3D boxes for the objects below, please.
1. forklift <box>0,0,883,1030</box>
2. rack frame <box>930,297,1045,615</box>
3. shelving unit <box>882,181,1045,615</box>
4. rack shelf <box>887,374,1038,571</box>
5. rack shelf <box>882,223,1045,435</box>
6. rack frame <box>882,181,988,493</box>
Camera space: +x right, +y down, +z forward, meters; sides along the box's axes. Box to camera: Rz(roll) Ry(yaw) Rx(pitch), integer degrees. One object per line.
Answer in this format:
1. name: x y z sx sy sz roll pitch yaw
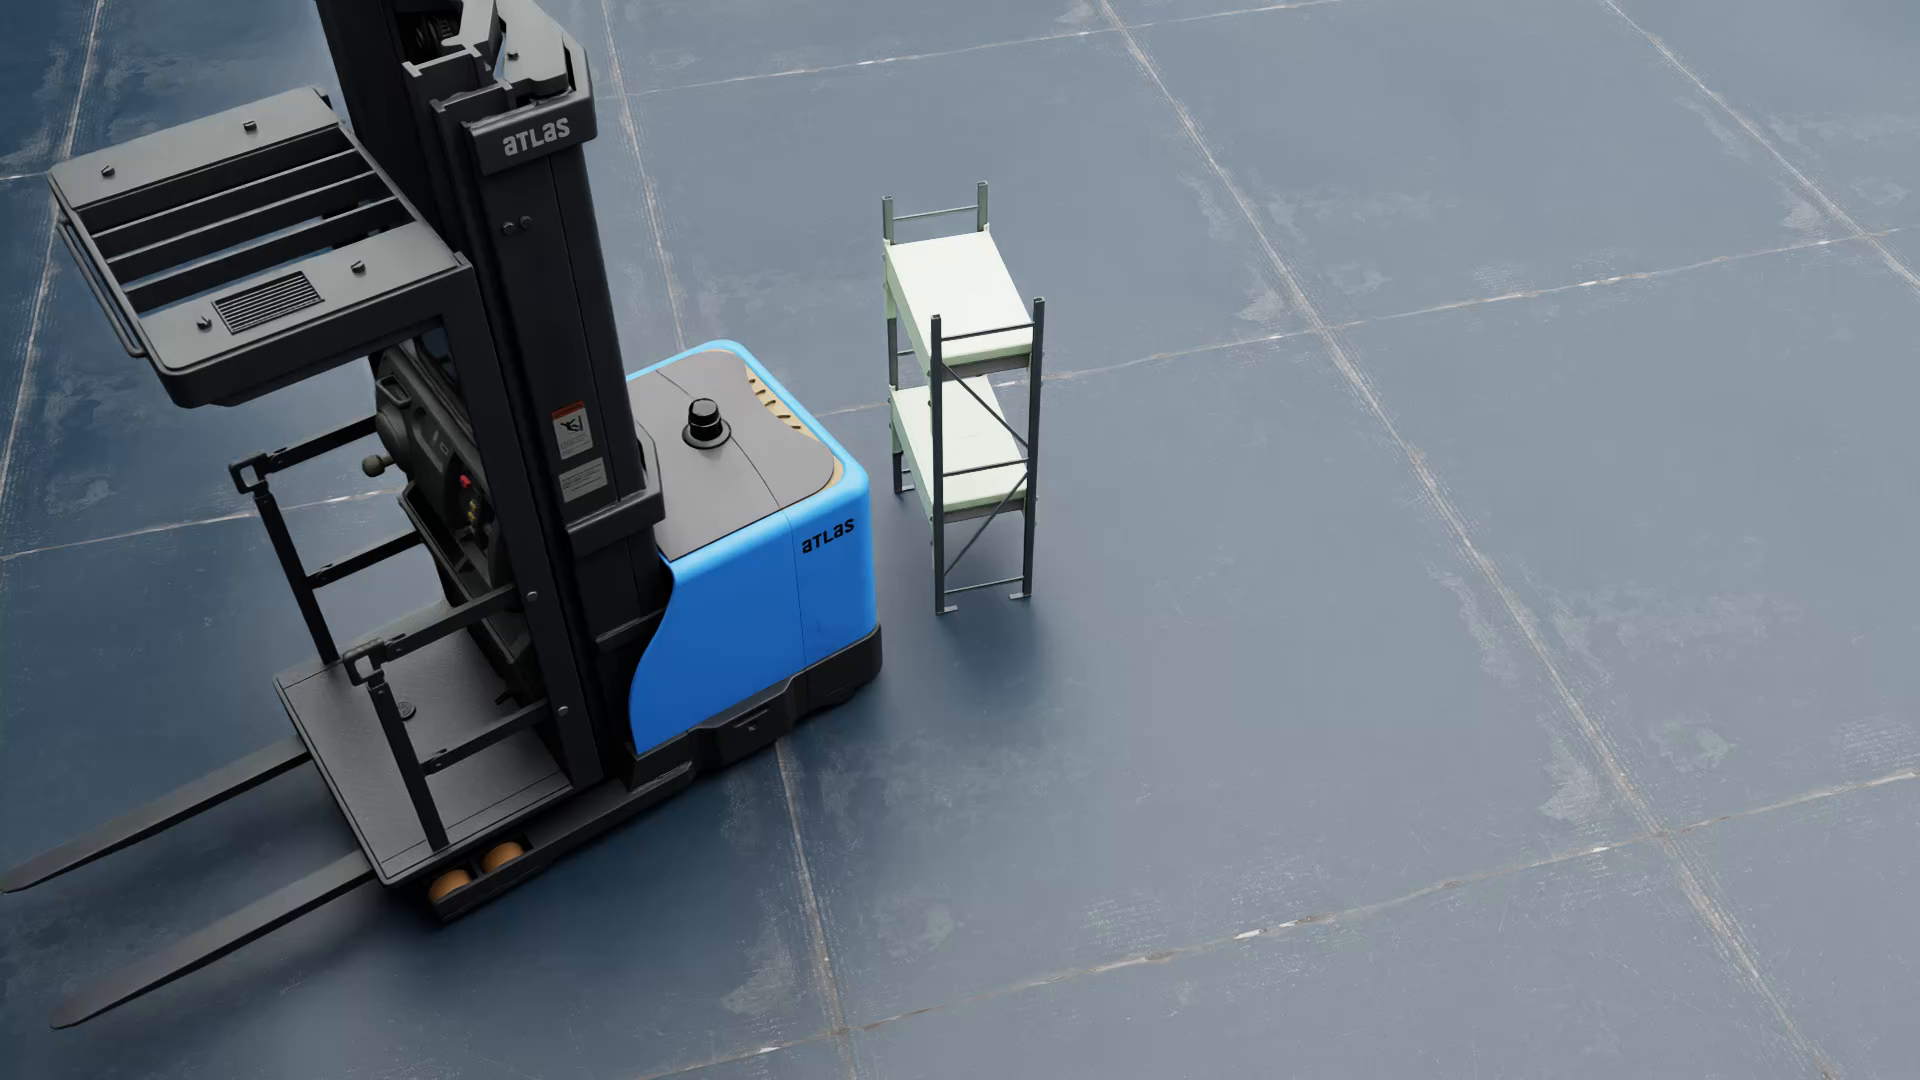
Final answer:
1. forklift: -1.795 -0.162 5.108 3.031 2.935 1.130 -27 51 -24
2. rack frame: 0.095 -0.268 6.213 0.400 1.500 0.023 -11 47 -10
3. shelving unit: 0.002 -0.520 6.461 0.431 1.500 0.755 -11 47 -10
4. rack shelf: 0.002 -0.292 6.693 0.431 0.370 0.720 -11 47 -10
5. rack shelf: 0.002 -0.793 6.182 0.431 0.370 0.720 -11 47 -10
6. rack frame: -0.092 -0.773 6.708 0.400 1.500 0.023 -11 47 -10
